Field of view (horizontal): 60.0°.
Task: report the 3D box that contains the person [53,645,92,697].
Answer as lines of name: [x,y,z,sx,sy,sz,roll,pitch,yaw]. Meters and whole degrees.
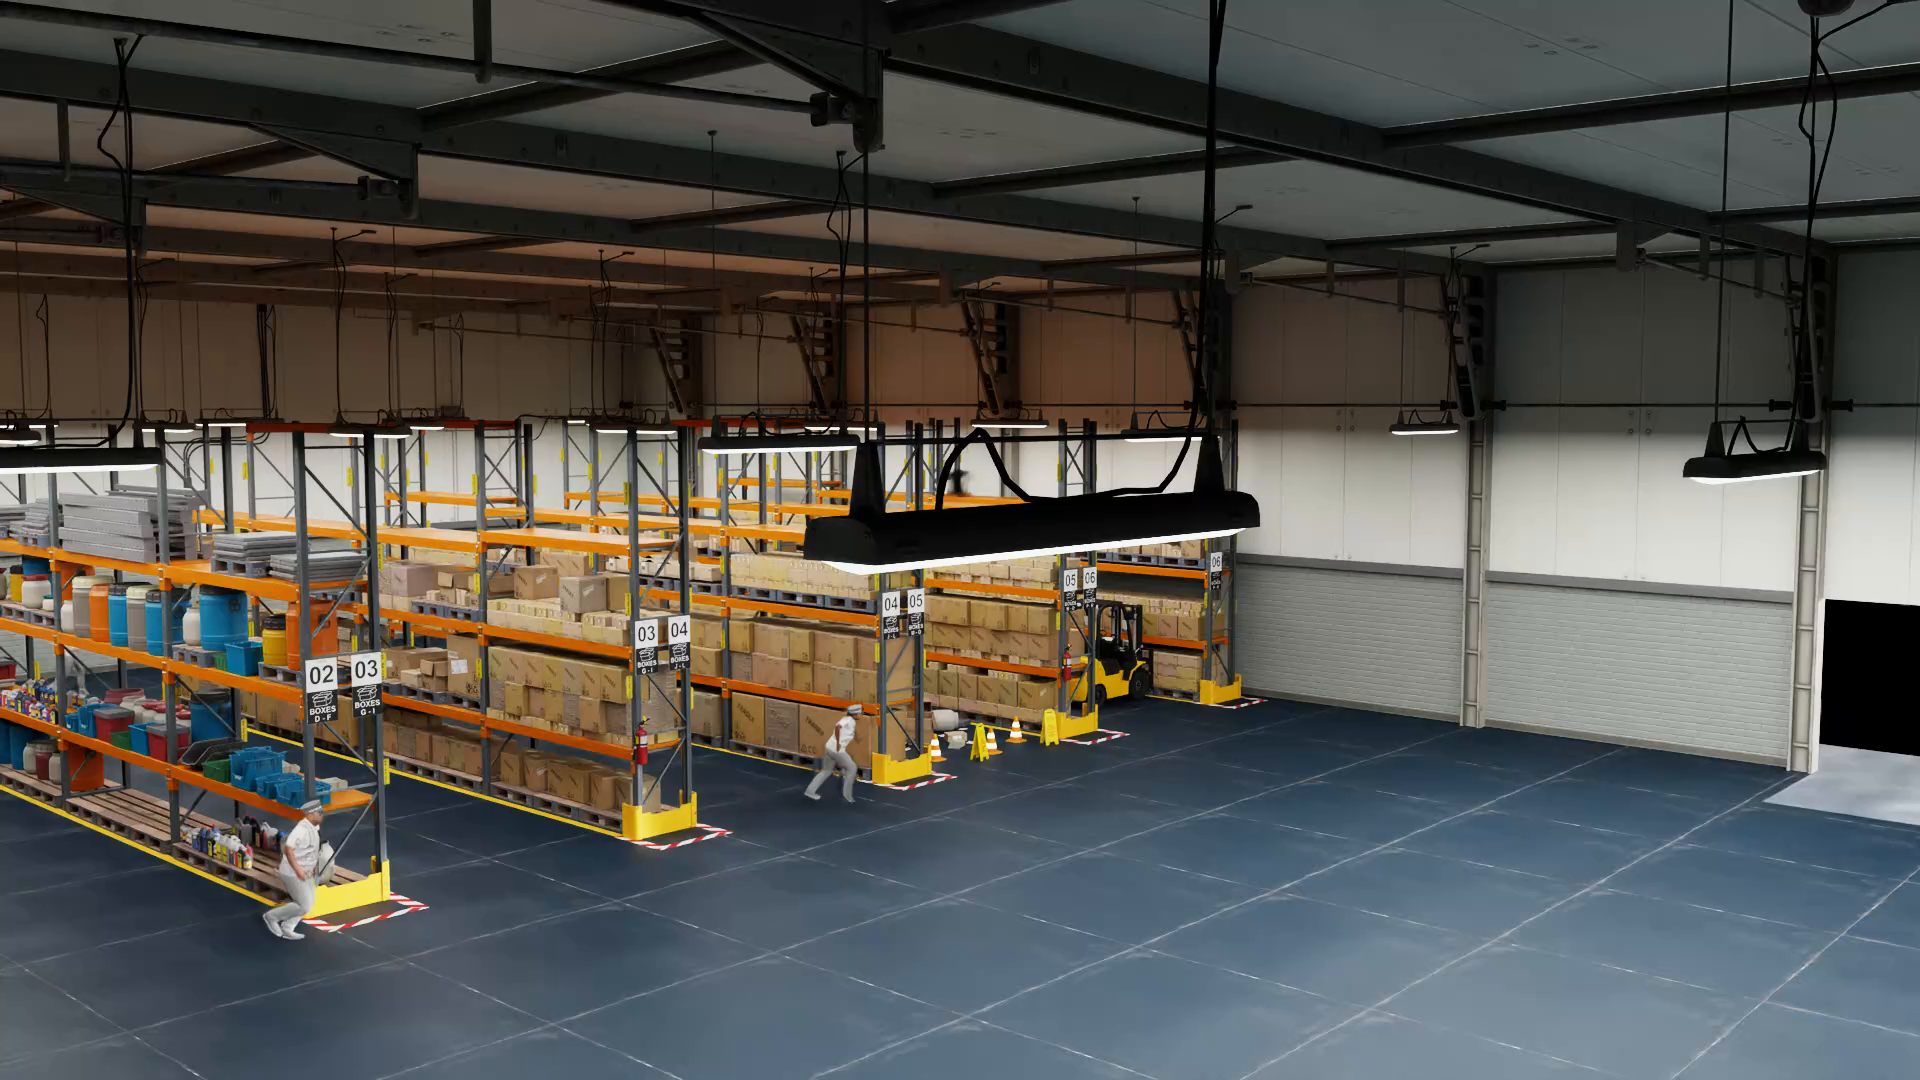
person: [-19.179,2.557,35.826,0.846,1.735,0.585,-2,5,-25]

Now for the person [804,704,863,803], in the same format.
person: [-1.994,3.427,26.343,0.963,1.618,0.623,-1,5,-11]

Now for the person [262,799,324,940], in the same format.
person: [-7.865,3.907,19.657,0.715,1.687,0.679,-1,5,-7]
